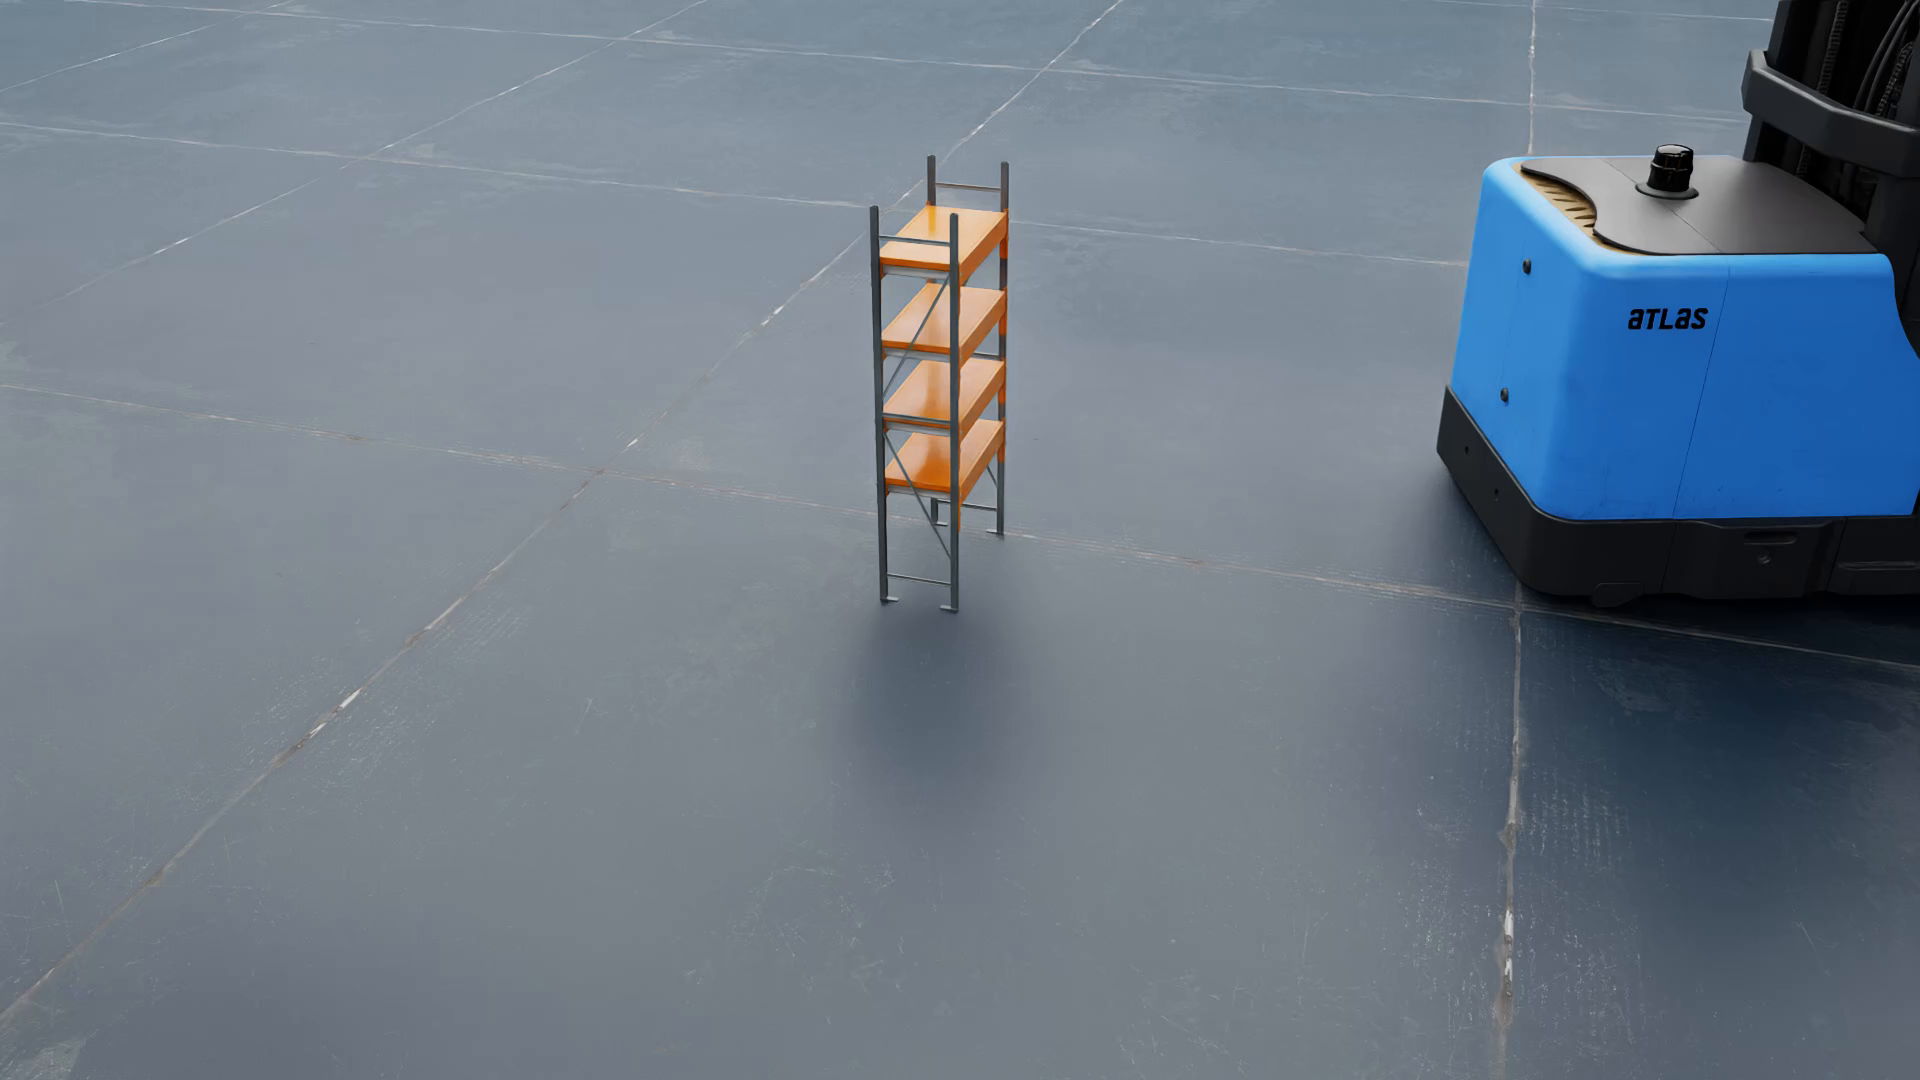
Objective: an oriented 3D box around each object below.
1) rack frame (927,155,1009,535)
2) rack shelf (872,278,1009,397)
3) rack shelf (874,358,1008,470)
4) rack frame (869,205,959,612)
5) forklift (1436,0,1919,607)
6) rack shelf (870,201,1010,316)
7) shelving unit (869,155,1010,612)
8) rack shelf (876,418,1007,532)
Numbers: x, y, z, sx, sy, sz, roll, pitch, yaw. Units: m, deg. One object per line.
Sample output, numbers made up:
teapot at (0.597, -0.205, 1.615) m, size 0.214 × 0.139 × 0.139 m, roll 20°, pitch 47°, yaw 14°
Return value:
rack frame at (0.023, -0.561, 5.024) m, size 0.240 × 1.200 × 0.015 m, roll 8°, pitch 30°, yaw 15°
rack shelf at (-0.049, -0.584, 4.744) m, size 0.258 × 0.148 × 0.480 m, roll 8°, pitch 30°, yaw 15°
rack shelf at (-0.049, -0.389, 4.853) m, size 0.258 × 0.148 × 0.480 m, roll 8°, pitch 30°, yaw 15°
rack frame at (-0.120, -0.334, 4.616) m, size 0.240 × 1.200 × 0.015 m, roll 8°, pitch 30°, yaw 15°
forklift at (3.145, -1.336, 4.636) m, size 3.031 × 2.935 × 1.130 m, roll -1°, pitch 29°, yaw -2°
rack shelf at (-0.049, -0.791, 4.629) m, size 0.258 × 0.148 × 0.480 m, roll 8°, pitch 30°, yaw 15°
shelving unit at (-0.049, -0.447, 4.820) m, size 0.258 × 1.200 × 0.503 m, roll 8°, pitch 30°, yaw 15°
rack shelf at (-0.049, -0.215, 4.949) m, size 0.258 × 0.148 × 0.480 m, roll 8°, pitch 30°, yaw 15°
